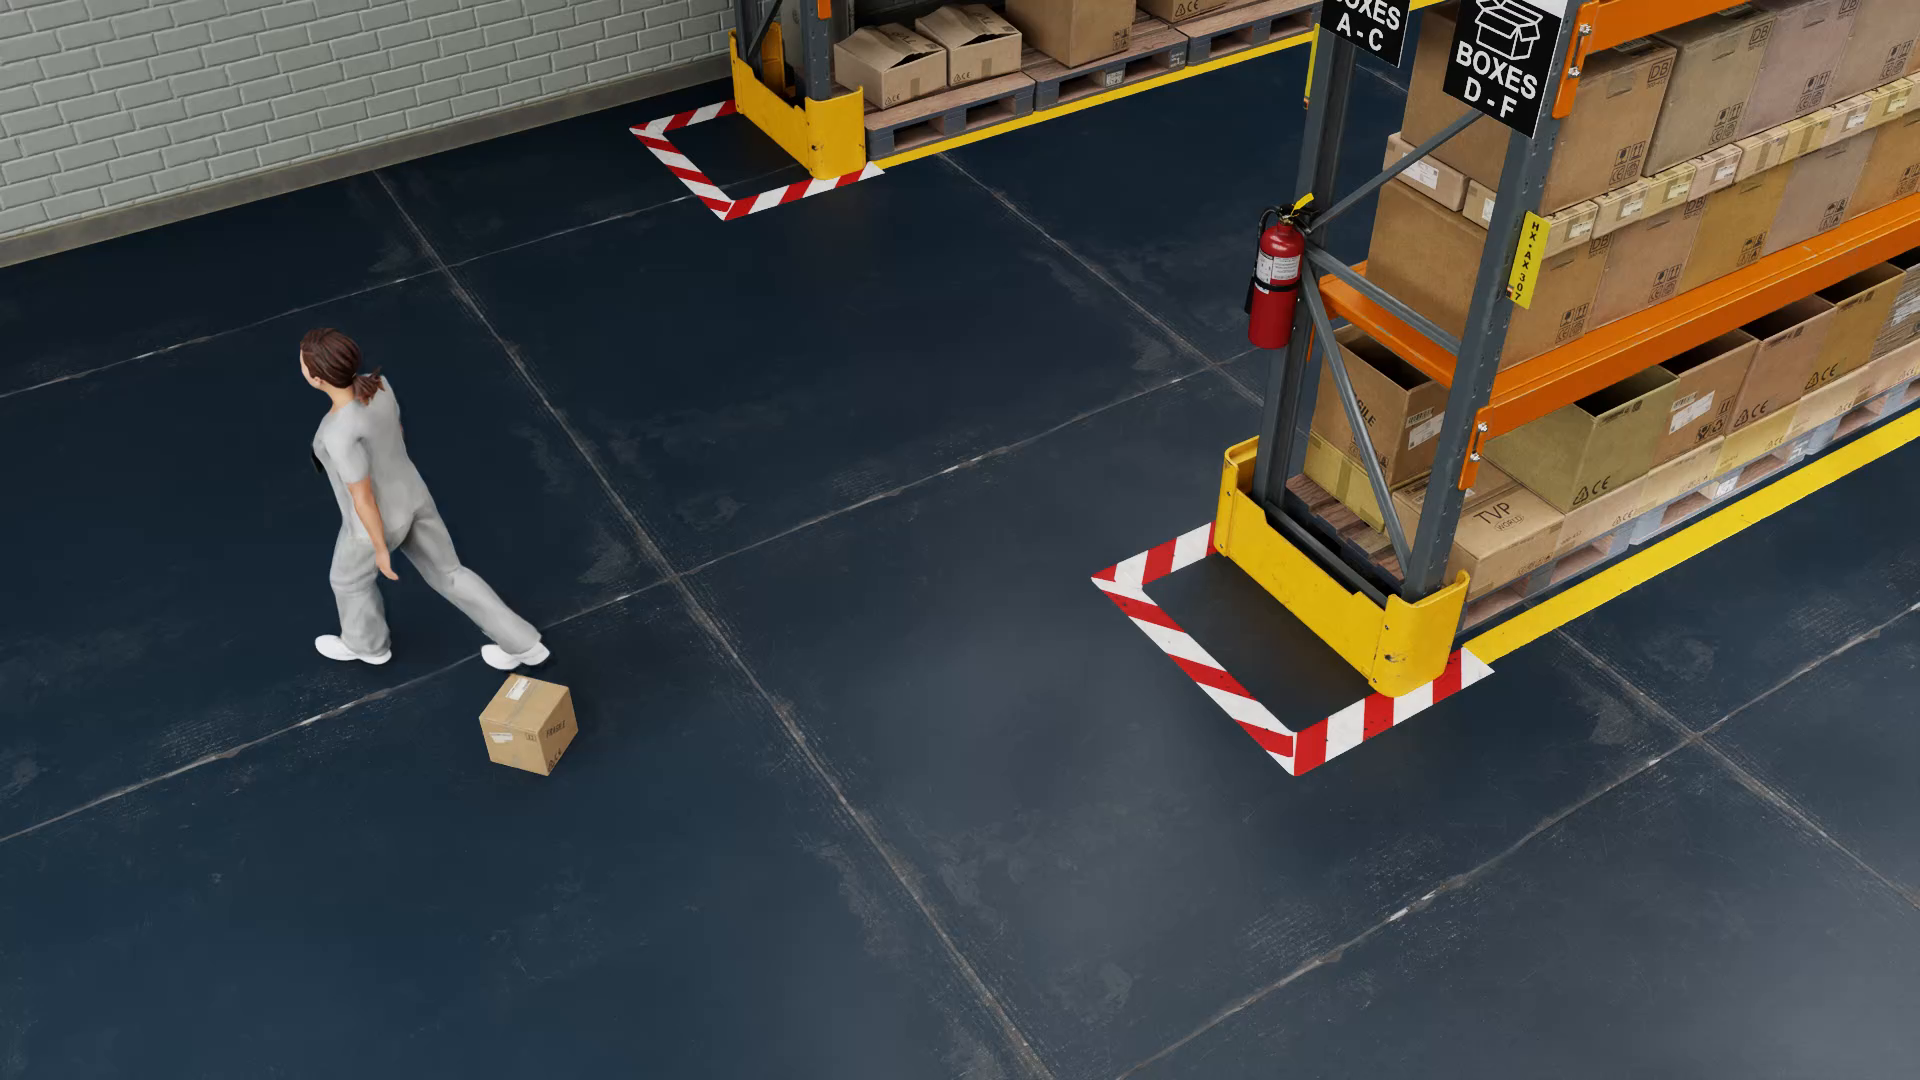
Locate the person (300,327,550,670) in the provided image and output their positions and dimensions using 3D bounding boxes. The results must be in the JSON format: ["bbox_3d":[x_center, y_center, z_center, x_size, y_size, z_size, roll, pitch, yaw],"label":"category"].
[{"bbox_3d":[-2.132,-0.110,6.295,1.016,1.625,0.456,11,42,12],"label":"person"}]
